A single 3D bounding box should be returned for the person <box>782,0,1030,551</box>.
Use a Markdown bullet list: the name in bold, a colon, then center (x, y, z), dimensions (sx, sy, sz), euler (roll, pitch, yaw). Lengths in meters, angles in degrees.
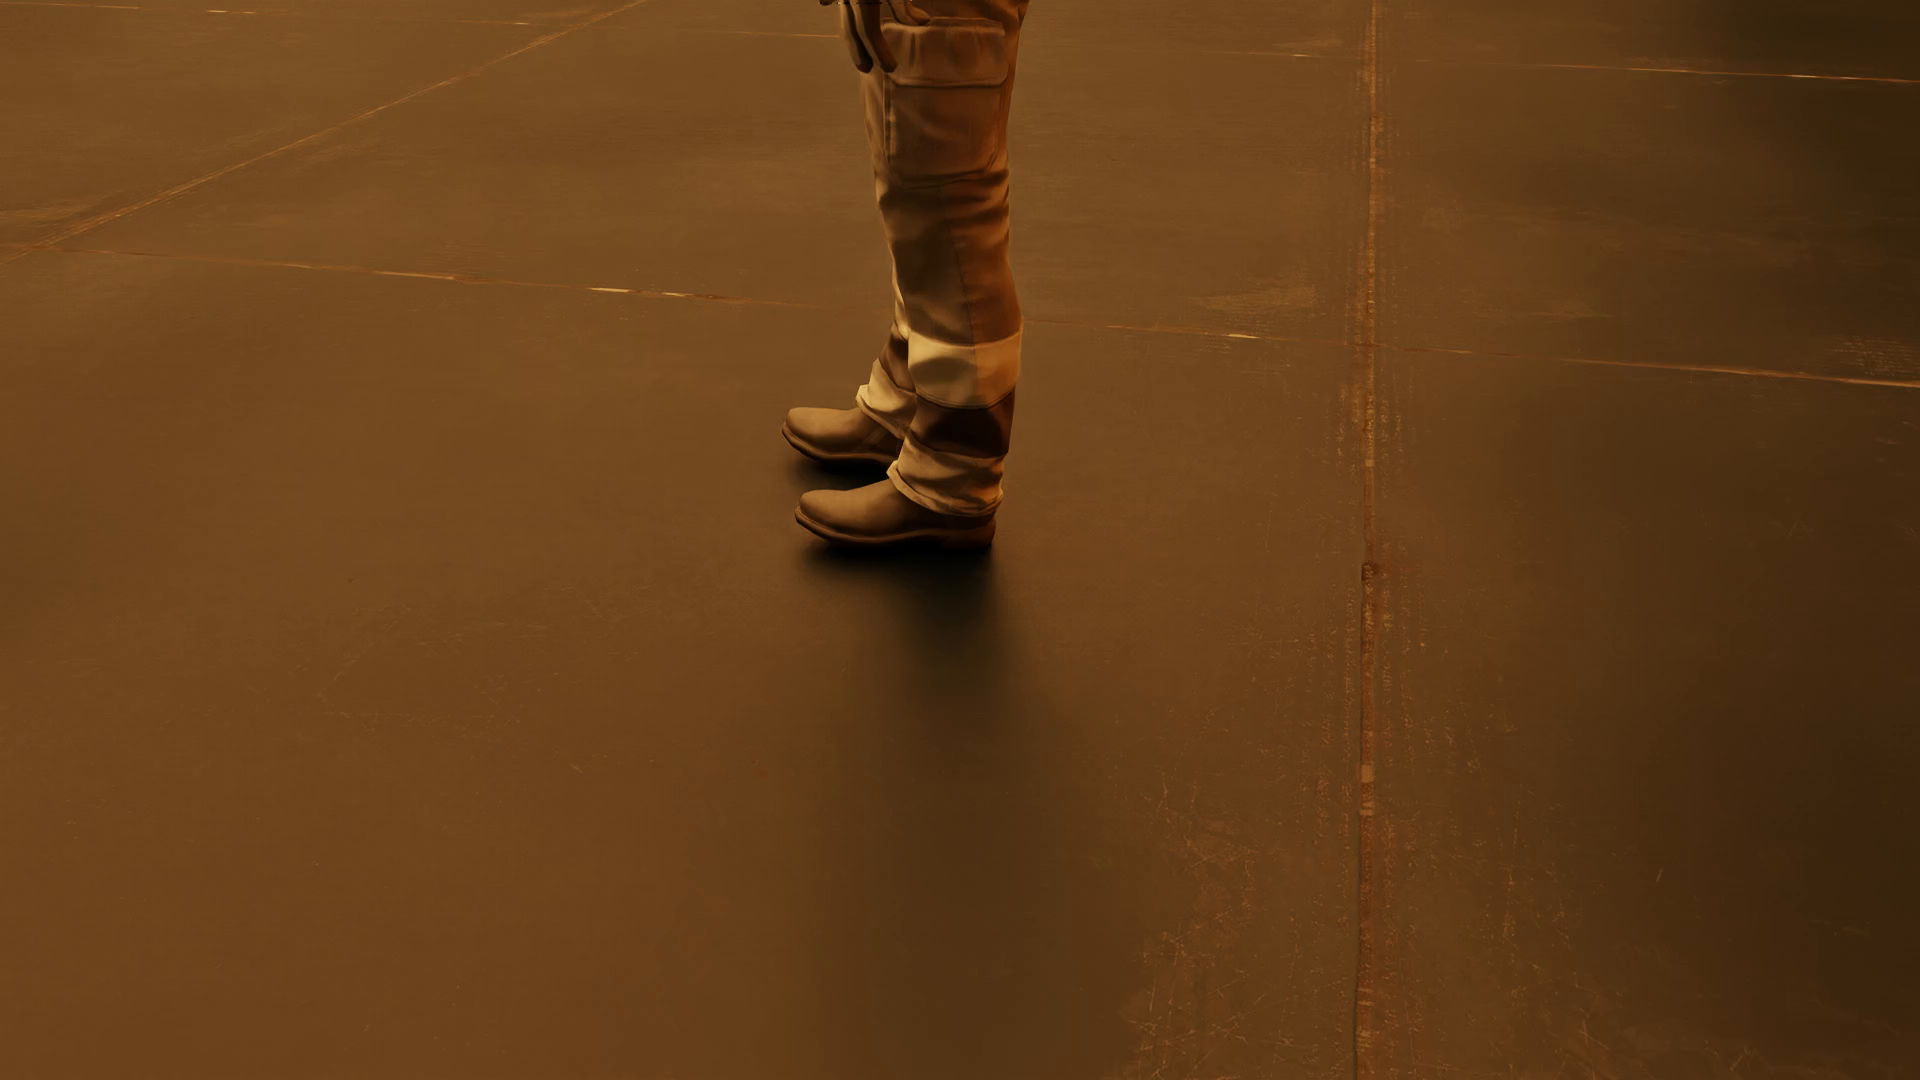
- **person**: center (-0.077, -0.817, 2.119), dimensions (0.562, 1.789, 0.638), euler (6, 27, 11)
